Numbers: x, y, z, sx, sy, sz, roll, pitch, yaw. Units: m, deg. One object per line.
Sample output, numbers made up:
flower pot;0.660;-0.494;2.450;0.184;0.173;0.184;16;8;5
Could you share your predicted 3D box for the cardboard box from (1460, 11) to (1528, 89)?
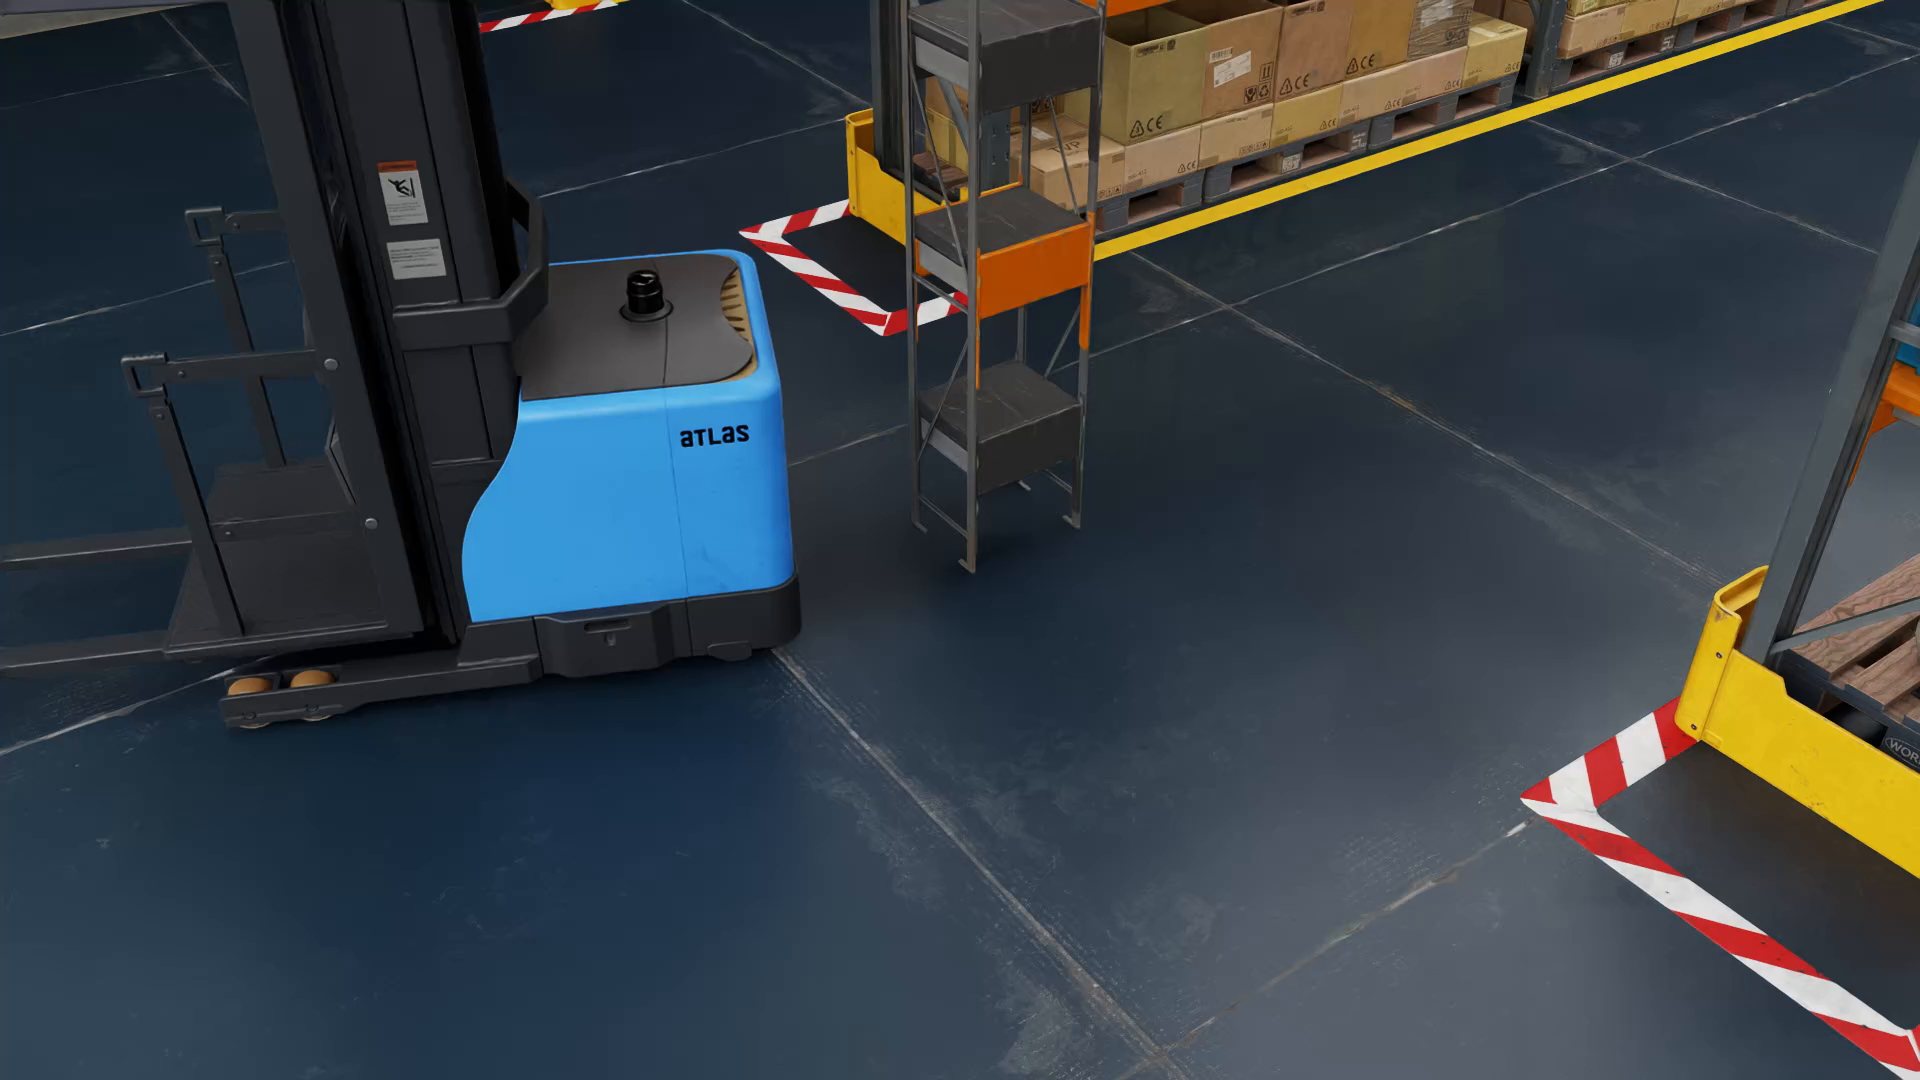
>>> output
cardboard box;2.914;-2.866;9.661;0.500;0.250;0.500;-22;41;-28

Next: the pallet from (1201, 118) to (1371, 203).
pallet;1.495;-2.280;9.239;1.213;0.211;1.003;-22;41;-28

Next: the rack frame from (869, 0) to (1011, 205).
rack frame;-0.103;-2.727;7.472;0.127;3.000;1.000;-22;41;-28

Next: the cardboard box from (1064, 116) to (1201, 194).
cardboard box;0.870;-2.025;8.492;0.500;0.250;0.500;-22;41;-28

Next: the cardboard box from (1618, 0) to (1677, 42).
cardboard box;4.058;-3.315;10.285;0.500;0.250;0.500;-21;41;-27

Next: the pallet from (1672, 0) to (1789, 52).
pallet;4.745;-3.619;11.101;1.213;0.211;1.003;-22;41;-28

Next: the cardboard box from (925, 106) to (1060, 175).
cardboard box;0.165;-2.102;8.599;0.500;0.250;0.500;-22;41;-28

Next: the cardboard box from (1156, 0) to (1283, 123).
cardboard box;1.273;-2.503;8.514;0.500;0.500;0.500;-22;41;-28

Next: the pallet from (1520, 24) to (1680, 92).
pallet;3.747;-3.206;10.527;1.213;0.211;1.003;-22;41;-28

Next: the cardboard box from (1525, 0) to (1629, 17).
cardboard box;3.648;-3.374;9.887;0.500;0.311;0.500;-22;41;-28

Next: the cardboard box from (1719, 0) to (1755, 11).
cardboard box;4.896;-3.661;10.767;0.500;0.250;0.500;-22;41;-27

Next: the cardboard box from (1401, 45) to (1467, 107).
cardboard box;2.499;-2.702;9.434;0.500;0.250;0.500;-22;41;-28

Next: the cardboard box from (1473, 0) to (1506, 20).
cardboard box;3.339;-3.404;10.409;0.500;0.250;0.500;-23;42;-28

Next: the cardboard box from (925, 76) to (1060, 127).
cardboard box;0.164;-2.408;8.382;0.500;0.500;0.500;-22;41;-28

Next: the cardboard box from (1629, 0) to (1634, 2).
cardboard box;4.060;-3.540;10.118;0.500;0.311;0.500;-23;42;-28

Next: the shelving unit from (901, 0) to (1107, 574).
shelving unit;0.135;-0.908;5.714;0.503;2.100;0.431;-22;41;-28

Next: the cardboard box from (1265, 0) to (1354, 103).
cardboard box;1.691;-2.663;8.736;0.500;0.500;0.500;-22;41;-28

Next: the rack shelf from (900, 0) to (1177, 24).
rack shelf;1.532;-3.107;8.617;4.000;0.370;1.077;-22;41;-28

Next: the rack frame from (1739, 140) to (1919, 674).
rack frame;2.748;-0.361;4.183;0.127;3.000;1.000;-22;41;-28

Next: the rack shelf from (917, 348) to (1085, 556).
rack shelf;0.135;-0.329;6.131;0.480;0.518;0.431;-22;41;-28

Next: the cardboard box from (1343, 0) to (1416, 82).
cardboard box;2.092;-2.838;8.980;0.500;0.500;0.500;-22;41;-28

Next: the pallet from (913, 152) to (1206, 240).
pallet;0.498;-1.872;8.672;1.213;0.211;1.003;-22;41;-28

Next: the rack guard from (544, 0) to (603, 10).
rack guard;-2.897;-4.100;11.523;0.348;0.500;1.175;-22;41;-28

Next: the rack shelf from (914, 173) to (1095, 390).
rack shelf;0.135;-0.897;5.722;0.480;0.518;0.431;-22;41;-28

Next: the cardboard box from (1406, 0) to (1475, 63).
cardboard box;2.498;-3.008;9.216;0.500;0.500;0.500;-22;41;-28

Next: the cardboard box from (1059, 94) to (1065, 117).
cardboard box;0.567;-2.276;8.841;0.500;0.250;0.500;-22;41;-28

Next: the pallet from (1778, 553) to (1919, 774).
pallet;3.450;0.452;5.441;1.213;0.211;1.003;-22;41;-28

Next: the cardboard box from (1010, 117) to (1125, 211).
cardboard box;0.464;-1.855;8.256;0.500;0.250;0.500;-22;41;-28

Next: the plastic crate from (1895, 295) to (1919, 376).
plastic crate;2.984;-0.612;4.659;0.616;0.251;0.499;-22;41;-28

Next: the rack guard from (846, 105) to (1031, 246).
rack guard;-0.122;-1.704;8.191;0.348;0.500;1.175;-22;41;-28

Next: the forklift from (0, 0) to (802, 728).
forklift;-2.112;-0.914;5.011;3.031;2.935;1.130;-6;36;-9

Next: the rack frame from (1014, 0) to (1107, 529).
rack frame;0.335;-0.990;5.828;0.015;2.100;0.400;-22;41;-28

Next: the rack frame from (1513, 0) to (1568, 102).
rack frame;3.167;-4.072;9.343;0.127;3.000;1.000;-22;41;-28

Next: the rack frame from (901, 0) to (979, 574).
rack frame;-0.064;-0.826;5.600;0.015;2.100;0.400;-22;41;-28

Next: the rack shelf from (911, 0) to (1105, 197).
rack shelf;0.135;-1.465;5.314;0.480;0.518;0.431;-22;41;-28

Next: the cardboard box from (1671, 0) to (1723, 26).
cardboard box;4.480;-3.491;10.530;0.500;0.250;0.500;-24;42;-29

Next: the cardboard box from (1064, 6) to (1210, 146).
cardboard box;0.871;-2.329;8.272;0.500;0.500;0.500;-22;41;-28

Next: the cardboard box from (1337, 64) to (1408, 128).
cardboard box;2.099;-2.527;9.190;0.500;0.250;0.500;-22;41;-28

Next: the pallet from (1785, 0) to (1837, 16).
pallet;5.741;-4.027;11.669;1.213;0.211;1.003;-22;41;-28

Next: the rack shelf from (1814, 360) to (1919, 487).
rack shelf;4.382;-0.742;5.329;4.000;0.370;1.077;-22;41;-28

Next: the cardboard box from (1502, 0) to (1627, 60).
cardboard box;3.639;-3.144;10.047;0.500;0.250;0.500;-23;42;-29

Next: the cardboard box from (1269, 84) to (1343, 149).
cardboard box;1.691;-2.359;8.956;0.500;0.250;0.500;-22;41;-28

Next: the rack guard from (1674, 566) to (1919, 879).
rack guard;2.783;0.605;4.980;0.348;0.500;1.175;-22;41;-28

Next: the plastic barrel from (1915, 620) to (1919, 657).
plastic barrel;3.242;0.220;5.146;0.421;0.512;0.421;0;36;0

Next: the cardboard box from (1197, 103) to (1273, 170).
cardboard box;1.279;-2.193;8.725;0.500;0.250;0.500;-22;41;-28

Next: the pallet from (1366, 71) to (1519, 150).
pallet;2.493;-2.693;9.813;1.213;0.211;1.003;-22;41;-28
